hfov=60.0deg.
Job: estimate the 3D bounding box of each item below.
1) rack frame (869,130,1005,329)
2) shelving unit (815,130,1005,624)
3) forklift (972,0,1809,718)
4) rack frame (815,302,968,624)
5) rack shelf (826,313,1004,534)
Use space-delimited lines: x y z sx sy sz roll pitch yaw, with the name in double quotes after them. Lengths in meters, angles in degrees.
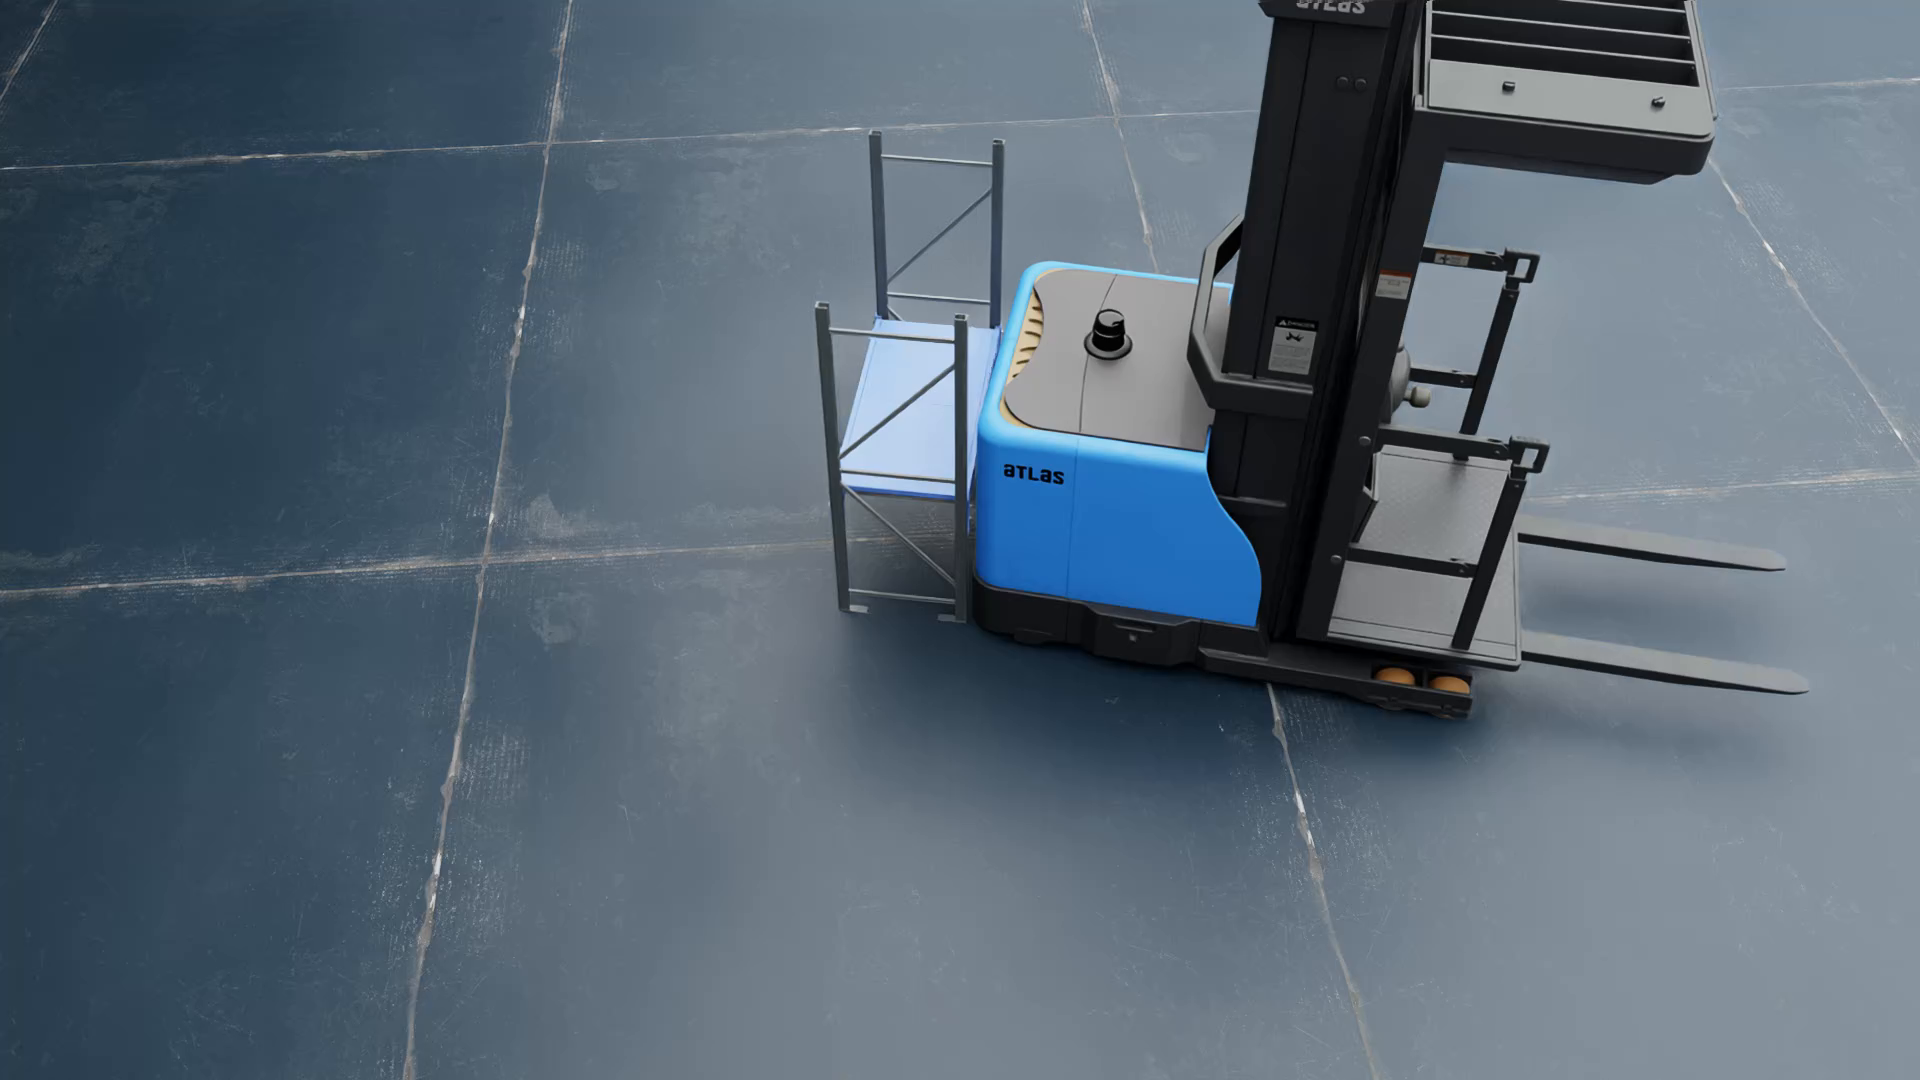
-0.085 -0.957 6.624 0.500 1.500 0.032 6 47 5 "rack frame"
-0.154 -0.592 6.277 0.538 1.500 1.048 6 47 5 "shelving unit"
1.616 -0.775 5.465 3.031 2.935 1.130 9 47 8 "forklift"
-0.223 -0.226 5.931 0.500 1.500 0.032 6 47 5 "rack frame"
-0.154 -0.468 6.408 0.538 0.185 1.000 6 47 5 "rack shelf"
